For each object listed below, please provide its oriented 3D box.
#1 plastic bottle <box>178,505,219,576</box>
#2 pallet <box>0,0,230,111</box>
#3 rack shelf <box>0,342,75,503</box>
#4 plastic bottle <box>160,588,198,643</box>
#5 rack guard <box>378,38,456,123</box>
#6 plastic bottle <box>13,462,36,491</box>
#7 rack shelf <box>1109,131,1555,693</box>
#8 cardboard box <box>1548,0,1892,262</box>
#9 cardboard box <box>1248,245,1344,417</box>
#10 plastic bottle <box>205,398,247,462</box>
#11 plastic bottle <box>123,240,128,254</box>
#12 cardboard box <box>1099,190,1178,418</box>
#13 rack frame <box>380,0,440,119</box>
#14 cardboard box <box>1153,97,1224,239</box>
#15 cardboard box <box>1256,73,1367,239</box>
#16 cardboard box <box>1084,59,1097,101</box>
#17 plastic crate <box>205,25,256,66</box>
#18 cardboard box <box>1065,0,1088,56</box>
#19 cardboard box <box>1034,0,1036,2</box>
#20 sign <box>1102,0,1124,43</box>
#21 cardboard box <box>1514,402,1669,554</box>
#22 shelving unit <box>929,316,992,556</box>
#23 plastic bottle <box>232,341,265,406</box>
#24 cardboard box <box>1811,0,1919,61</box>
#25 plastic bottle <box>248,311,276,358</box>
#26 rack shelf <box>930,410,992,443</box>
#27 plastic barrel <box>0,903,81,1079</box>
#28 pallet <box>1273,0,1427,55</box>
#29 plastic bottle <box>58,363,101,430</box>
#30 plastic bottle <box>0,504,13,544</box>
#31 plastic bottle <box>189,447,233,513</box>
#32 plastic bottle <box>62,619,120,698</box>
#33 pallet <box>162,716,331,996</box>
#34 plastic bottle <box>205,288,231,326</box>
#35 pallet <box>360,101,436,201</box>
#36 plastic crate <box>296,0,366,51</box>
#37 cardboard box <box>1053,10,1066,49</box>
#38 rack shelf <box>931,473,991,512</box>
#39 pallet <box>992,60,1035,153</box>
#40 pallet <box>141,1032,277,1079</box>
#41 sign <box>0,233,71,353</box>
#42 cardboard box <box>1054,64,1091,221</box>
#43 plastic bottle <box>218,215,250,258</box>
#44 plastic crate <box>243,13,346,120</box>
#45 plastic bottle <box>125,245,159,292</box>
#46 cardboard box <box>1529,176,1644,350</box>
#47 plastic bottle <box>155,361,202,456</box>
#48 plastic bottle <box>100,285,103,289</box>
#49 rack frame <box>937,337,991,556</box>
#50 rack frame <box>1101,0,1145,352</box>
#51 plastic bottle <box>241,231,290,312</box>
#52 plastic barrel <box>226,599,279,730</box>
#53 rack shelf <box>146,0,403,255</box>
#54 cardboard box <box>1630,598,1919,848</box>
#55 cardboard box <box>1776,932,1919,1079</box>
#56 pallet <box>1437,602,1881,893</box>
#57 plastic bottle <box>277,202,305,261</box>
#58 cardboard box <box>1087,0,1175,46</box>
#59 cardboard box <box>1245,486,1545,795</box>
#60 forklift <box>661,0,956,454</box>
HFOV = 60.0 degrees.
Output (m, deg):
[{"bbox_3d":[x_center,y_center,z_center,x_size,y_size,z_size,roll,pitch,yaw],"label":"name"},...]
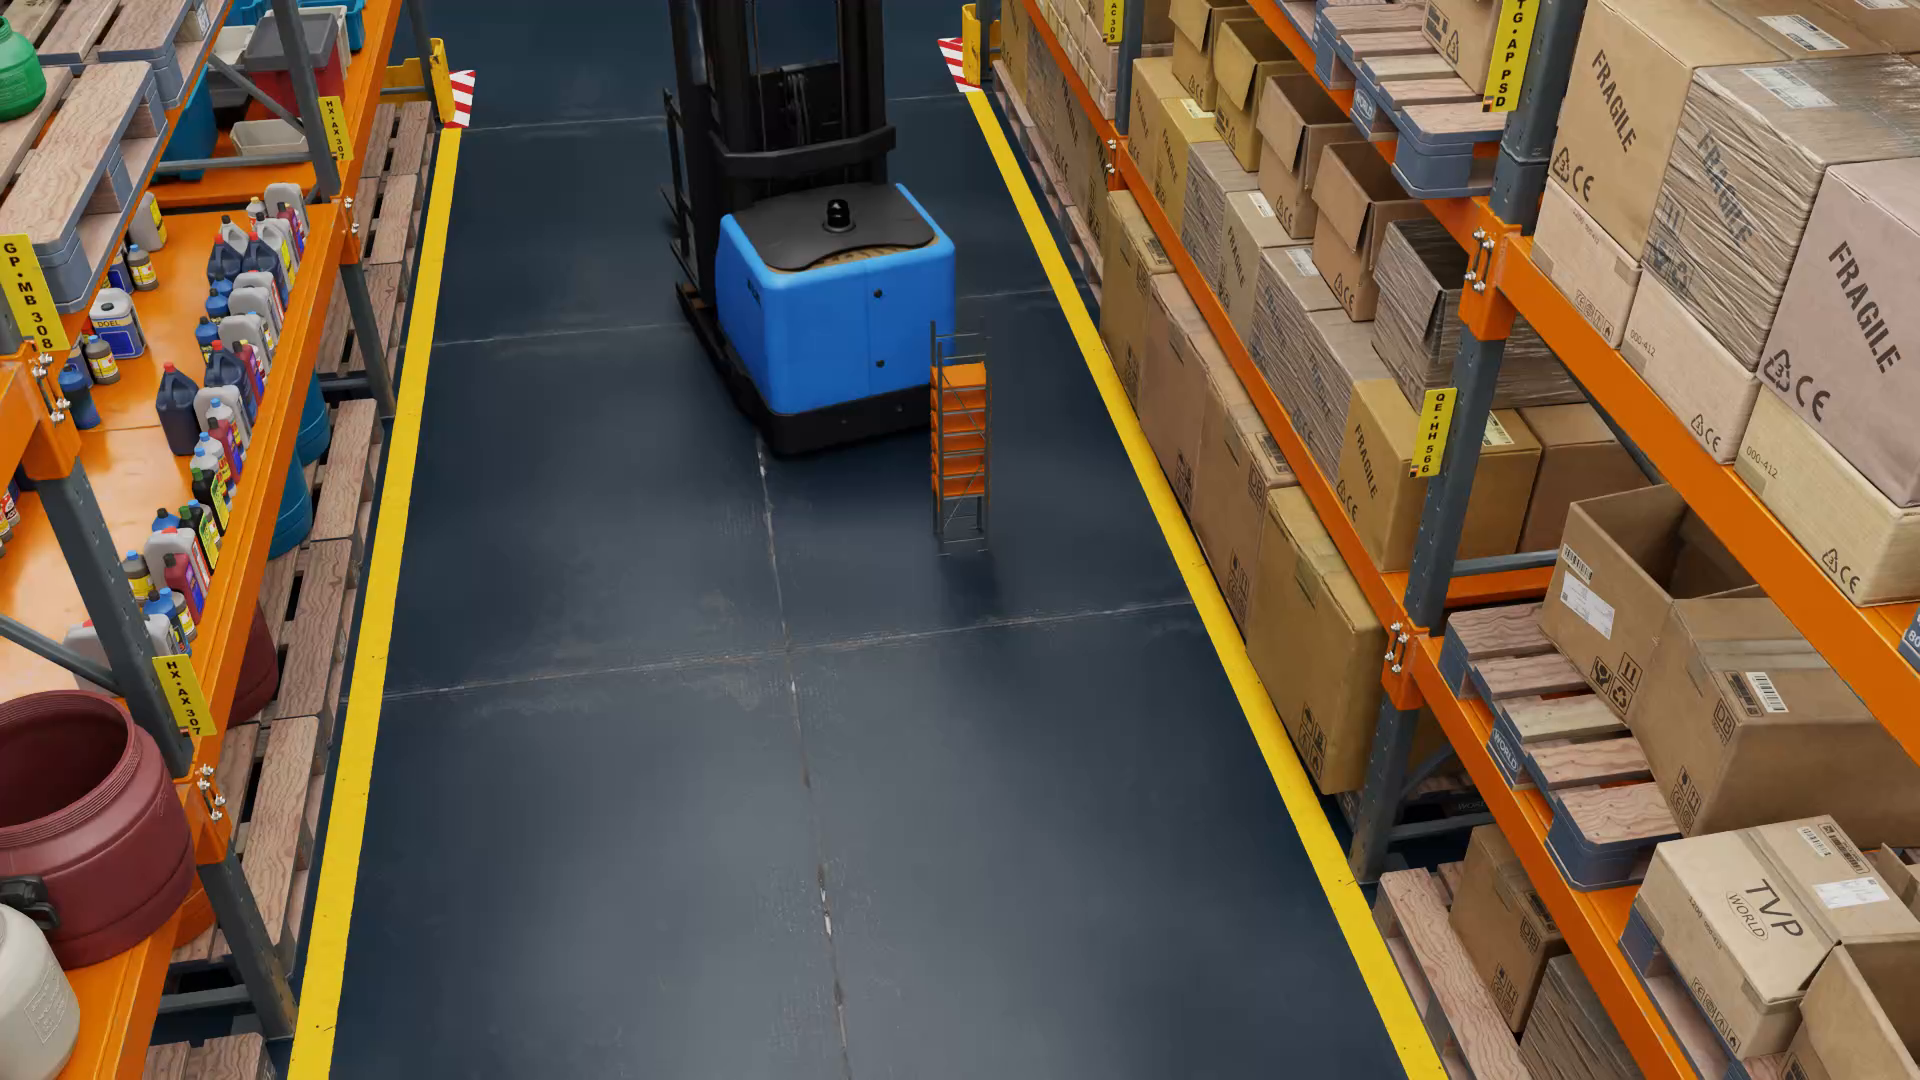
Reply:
[{"bbox_3d":[-2.673,-0.019,5.824,0.061,0.283,0.133,-6,38,-8],"label":"plastic bottle"},{"bbox_3d":[-3.121,-1.782,5.707,1.003,0.211,1.213,-6,38,-8],"label":"pallet"},{"bbox_3d":[-2.505,0.904,2.683,1.077,0.370,4.000,-6,38,-8],"label":"rack shelf"},{"bbox_3d":[-2.624,0.247,5.549,0.097,0.201,0.097,0,38,0],"label":"plastic bottle"},{"bbox_3d":[-4.275,-3.261,11.941,1.175,0.500,0.348,-6,38,-8],"label":"rack guard"},{"bbox_3d":[-3.534,-0.373,6.226,0.144,0.351,0.185,-6,38,-8],"label":"plastic bottle"},{"bbox_3d":[1.670,-0.860,7.398,1.077,0.370,4.000,-6,38,-8],"label":"rack shelf"},{"bbox_3d":[1.850,-1.046,4.118,0.500,0.500,0.500,-6,38,-8],"label":"cardboard box"},{"bbox_3d":[1.514,-0.862,6.733,0.500,0.500,0.500,-7,38,-9],"label":"cardboard box"},{"bbox_3d":[-2.809,-0.419,6.350,0.097,0.271,0.097,0,38,0],"label":"plastic bottle"},{"bbox_3d":[-3.851,-1.325,7.573,0.097,0.201,0.097,0,38,0],"label":"plastic bottle"},{"bbox_3d":[1.451,-1.295,8.761,1.225,0.875,0.875,-6,38,-8],"label":"cardboard box"},{"bbox_3d":[-4.258,-4.235,11.157,1.000,3.000,0.127,-6,38,-8],"label":"rack frame"},{"bbox_3d":[1.243,-1.783,7.919,0.500,0.500,0.500,-6,38,-8],"label":"cardboard box"},{"bbox_3d":[1.673,-1.613,6.883,0.797,0.503,0.637,-5,38,-6],"label":"cardboard box"},{"bbox_3d":[0.898,-2.558,9.202,0.380,0.149,0.250,-6,38,-7],"label":"cardboard box"},{"bbox_3d":[-4.158,-2.758,9.422,0.293,0.136,0.466,-6,38,-8],"label":"plastic crate"},{"bbox_3d":[0.891,-2.961,9.396,0.500,0.250,0.500,-5,38,-7],"label":"cardboard box"},{"bbox_3d":[0.627,-3.490,10.402,0.380,0.149,0.250,-7,38,-9],"label":"cardboard box"},{"bbox_3d":[0.773,-2.665,8.365,0.100,0.325,0.005,-6,38,-8],"label":"sign"},{"bbox_3d":[2.203,-0.299,6.008,0.500,0.500,0.500,-5,38,-7],"label":"cardboard box"},{"bbox_3d":[0.003,-0.465,7.771,0.258,1.200,0.189,-6,38,-8],"label":"shelving unit"},{"bbox_3d":[-2.867,-0.689,6.687,0.061,0.283,0.133,-6,38,-8],"label":"plastic bottle"},{"bbox_3d":[2.351,-1.096,4.182,0.500,0.500,0.500,-5,38,-7],"label":"cardboard box"},{"bbox_3d":[-2.946,-0.864,6.979,0.097,0.201,0.097,0,38,0],"label":"plastic bottle"},{"bbox_3d":[0.003,-0.525,7.724,0.258,0.103,0.180,-6,38,-8],"label":"rack shelf"},{"bbox_3d":[-2.465,1.151,4.133,0.421,0.512,0.421,0,38,0],"label":"plastic barrel"},{"bbox_3d":[1.657,-2.104,6.123,1.003,0.211,1.213,-5,38,-6],"label":"pallet"},{"bbox_3d":[-3.478,-0.574,6.548,0.097,0.271,0.097,0,38,0],"label":"plastic bottle"},{"bbox_3d":[-3.492,-0.087,5.979,0.097,0.201,0.097,0,38,0],"label":"plastic bottle"},{"bbox_3d":[-2.751,-0.221,6.095,0.097,0.271,0.097,0,38,0],"label":"plastic bottle"},{"bbox_3d":[-2.763,0.366,5.335,0.152,0.276,0.135,-6,38,-8],"label":"plastic bottle"},{"bbox_3d":[-3.035,1.226,6.400,1.003,0.211,1.213,-6,38,-8],"label":"pallet"},{"bbox_3d":[-3.113,-0.934,7.012,0.097,0.271,0.097,0,38,0],"label":"plastic bottle"},{"bbox_3d":[-4.152,-2.632,11.366,1.003,0.211,1.213,-6,38,-8],"label":"pallet"},{"bbox_3d":[-3.646,-2.980,9.629,0.416,0.233,0.300,-6,38,-8],"label":"plastic crate"},{"bbox_3d":[0.763,-3.023,9.802,0.380,0.149,0.250,-6,38,-7],"label":"cardboard box"},{"bbox_3d":[0.003,-0.240,7.945,0.258,0.103,0.180,-6,38,-8],"label":"rack shelf"},{"bbox_3d":[0.835,-3.192,12.087,1.003,0.211,1.213,-6,38,-8],"label":"pallet"},{"bbox_3d":[-2.758,2.170,5.185,1.003,0.211,1.213,-6,38,-8],"label":"pallet"},{"bbox_3d":[-2.315,-0.610,4.131,0.100,0.325,0.005,-6,38,-8],"label":"sign"},{"bbox_3d":[1.125,-2.630,10.480,0.875,0.875,0.875,-6,38,-8],"label":"cardboard box"},{"bbox_3d":[-3.215,-1.265,7.373,0.144,0.351,0.185,-6,38,-8],"label":"plastic bottle"},{"bbox_3d":[-3.466,-2.435,8.738,0.402,0.464,0.583,-6,38,-8],"label":"plastic crate"},{"bbox_3d":[-3.667,-1.224,7.443,0.097,0.201,0.097,0,38,0],"label":"plastic bottle"},{"bbox_3d":[1.853,-0.750,4.348,0.500,0.250,0.500,-6,38,-7],"label":"cardboard box"},{"bbox_3d":[-3.006,-0.517,6.411,0.144,0.351,0.185,-6,38,-8],"label":"plastic bottle"},{"bbox_3d":[-3.776,-1.068,7.241,0.097,0.201,0.097,0,38,0],"label":"plastic bottle"},{"bbox_3d":[0.019,-0.410,7.699,0.240,1.200,0.006,-6,38,-8],"label":"rack frame"},{"bbox_3d":[1.320,-2.352,8.733,1.000,3.000,0.127,-6,38,-8],"label":"rack frame"},{"bbox_3d":[-3.041,-1.168,7.249,0.144,0.351,0.185,-6,38,-8],"label":"plastic bottle"},{"bbox_3d":[-3.156,0.407,6.804,0.600,0.588,0.708,-6,38,-8],"label":"plastic barrel"},{"bbox_3d":[-3.907,-2.743,9.823,1.077,0.370,4.000,-6,38,-8],"label":"rack shelf"},{"bbox_3d":[2.351,0.507,4.629,0.700,0.500,0.500,-1,38,-1],"label":"cardboard box"},{"bbox_3d":[2.327,1.236,3.687,0.797,0.503,0.637,-3,38,-3],"label":"cardboard box"},{"bbox_3d":[2.251,0.559,5.142,1.213,0.211,1.003,-6,38,-8],"label":"pallet"},{"bbox_3d":[-3.084,-1.435,7.648,0.061,0.283,0.133,-6,38,-8],"label":"plastic bottle"},{"bbox_3d":[0.976,-2.955,8.778,0.500,0.500,0.500,-5,38,-7],"label":"cardboard box"},{"bbox_3d":[1.920,0.318,6.685,1.225,0.875,0.875,-8,39,-10],"label":"cardboard box"},{"bbox_3d":[-1.040,-2.506,8.986,1.130,2.935,3.031,-14,40,-18],"label":"forklift"}]
